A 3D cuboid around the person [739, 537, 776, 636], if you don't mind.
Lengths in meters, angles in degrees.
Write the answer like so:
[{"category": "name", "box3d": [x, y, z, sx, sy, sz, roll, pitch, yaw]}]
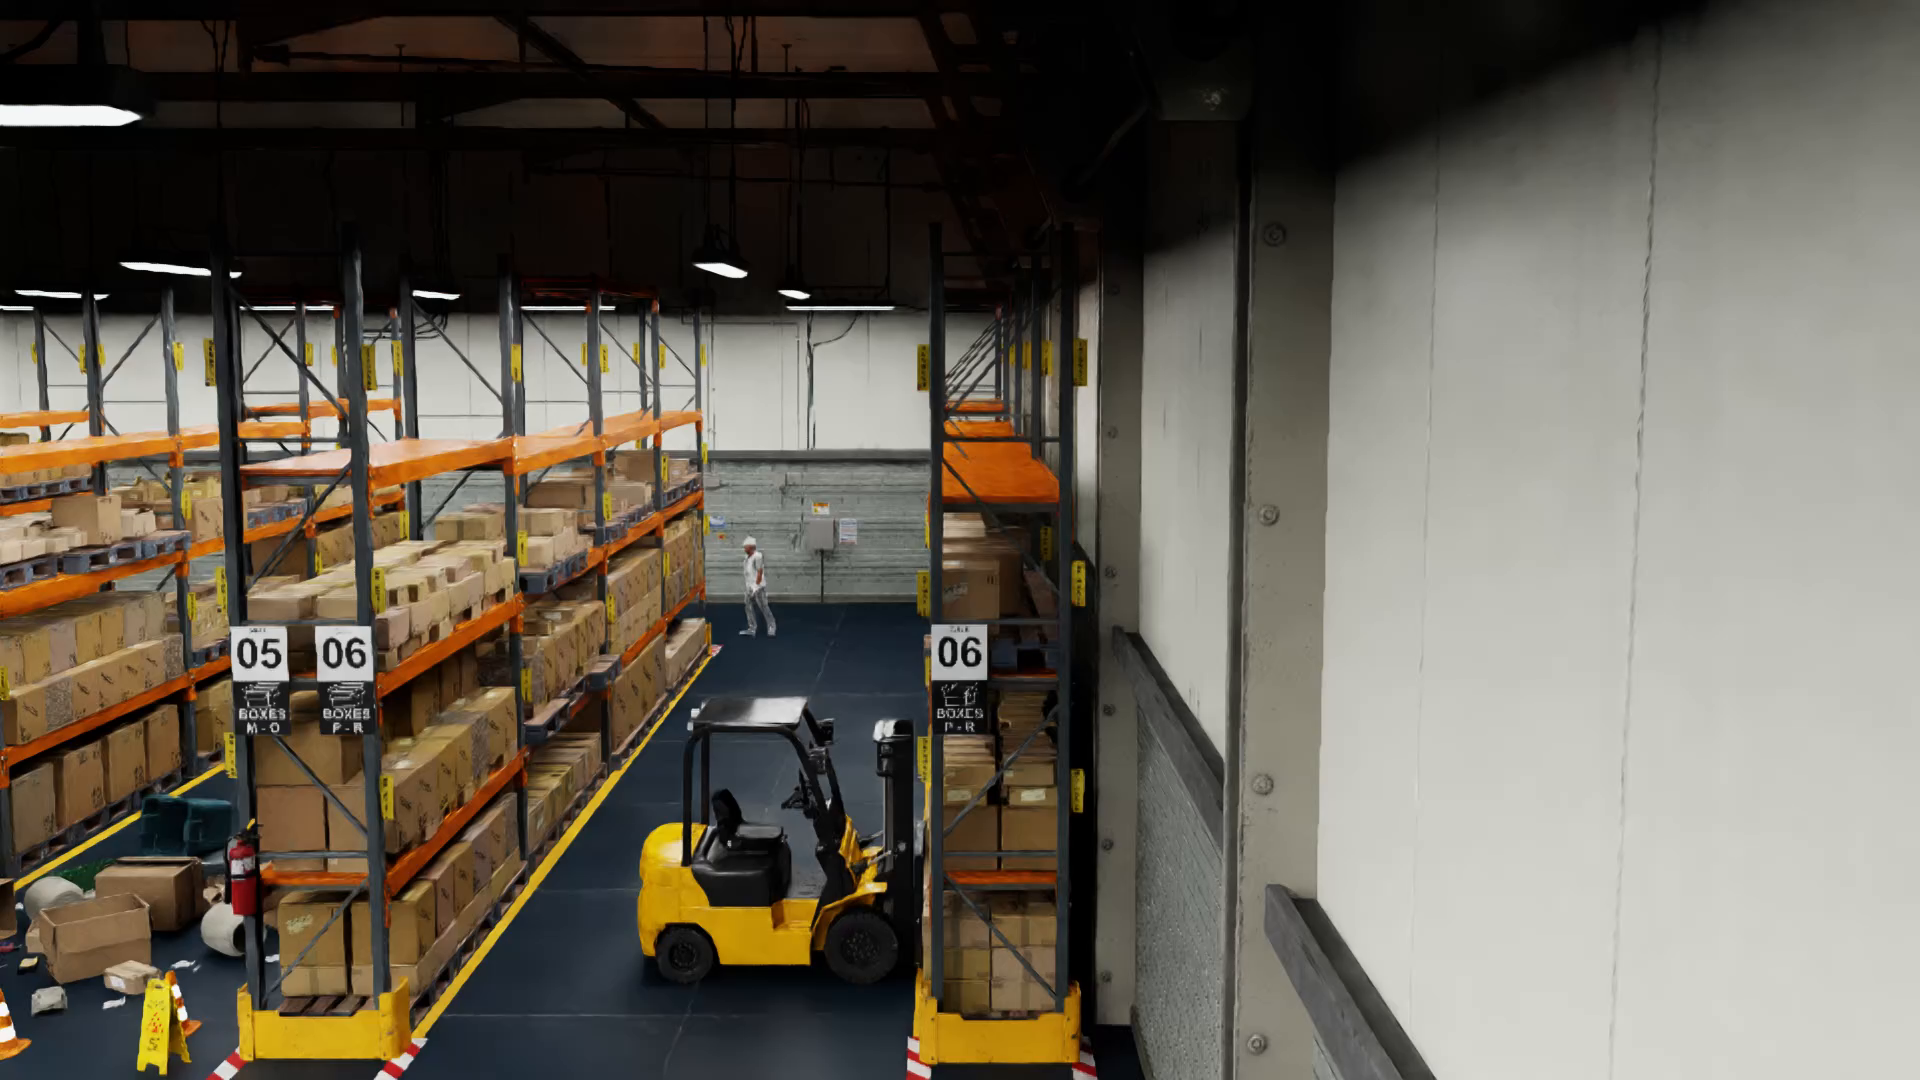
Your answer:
[{"category": "person", "box3d": [-3.632, 0.828, 29.729, 0.624, 1.782, 0.579, -4, 8, -33]}]
